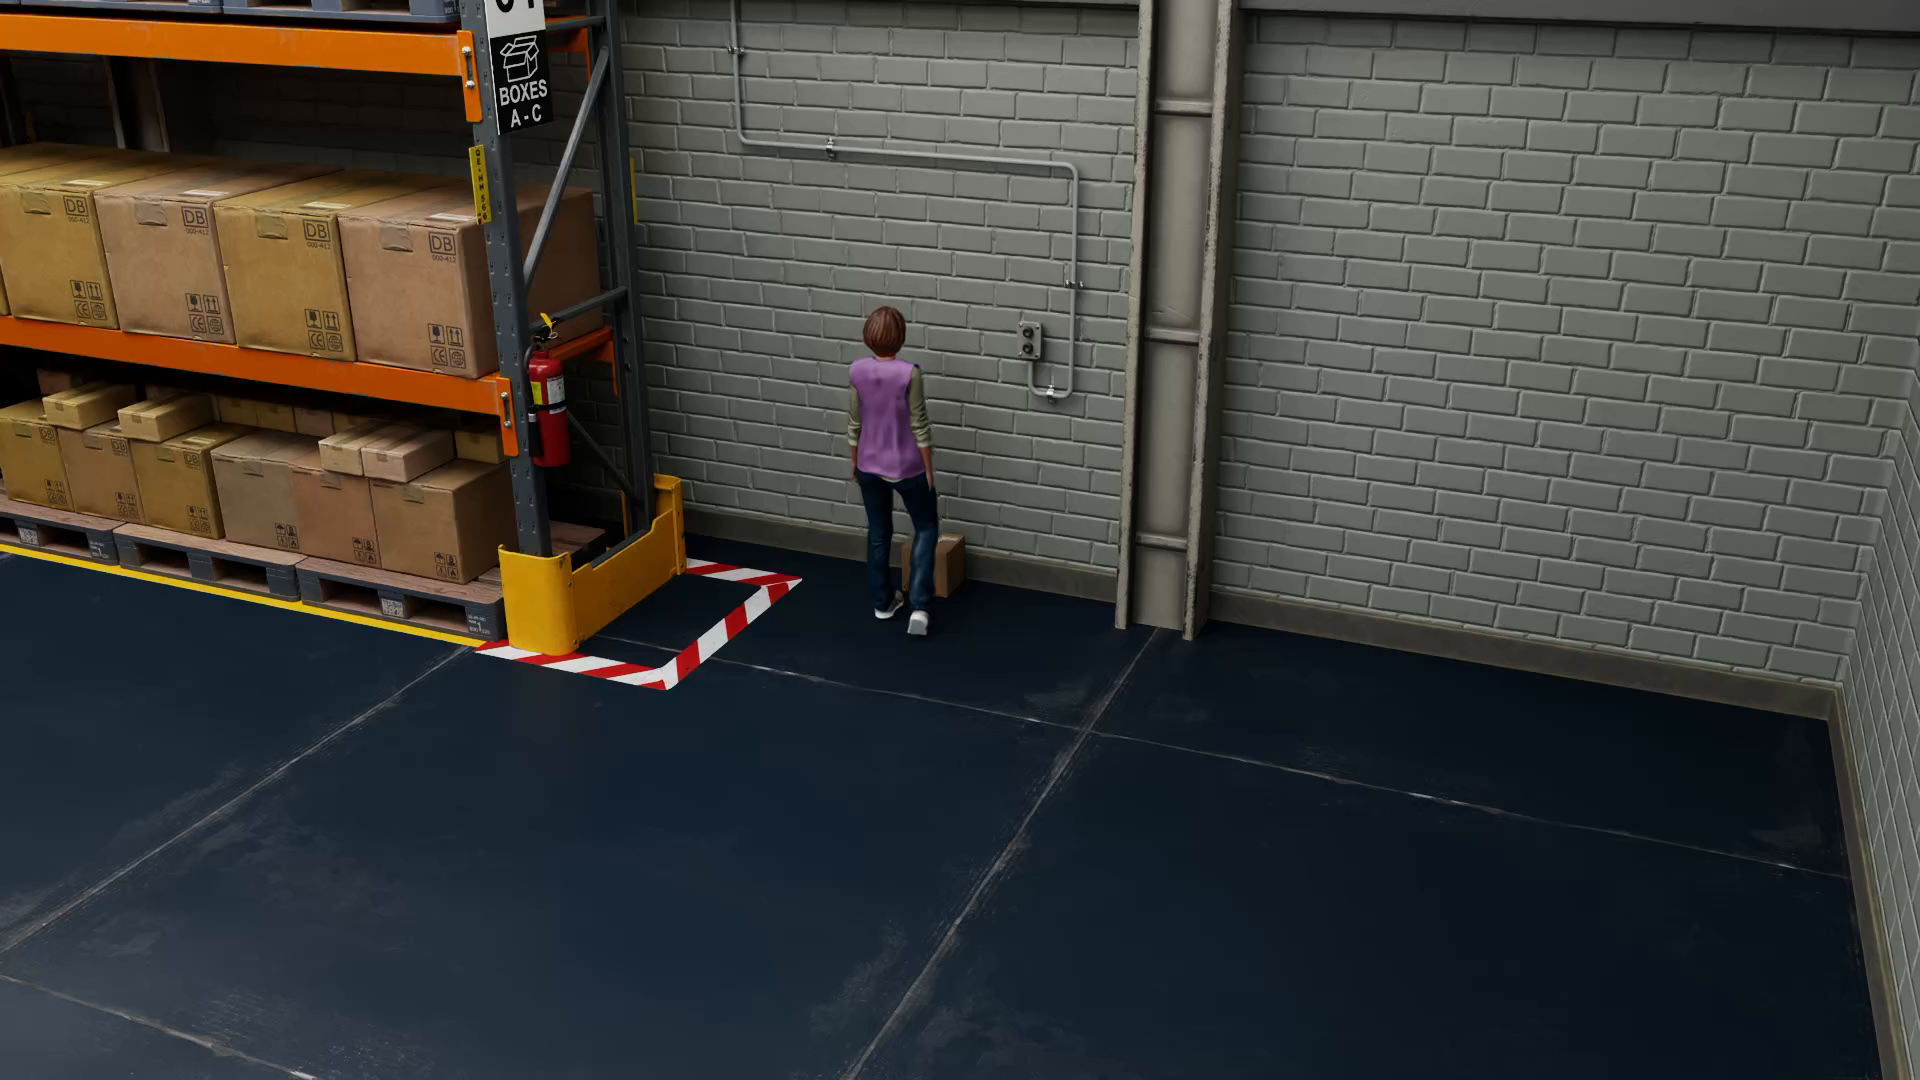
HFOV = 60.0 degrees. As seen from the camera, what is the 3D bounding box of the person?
[{"bbox_3d":[-0.305,-0.336,7.909,0.470,1.612,0.446,9,24,20],"label":"person"}]
